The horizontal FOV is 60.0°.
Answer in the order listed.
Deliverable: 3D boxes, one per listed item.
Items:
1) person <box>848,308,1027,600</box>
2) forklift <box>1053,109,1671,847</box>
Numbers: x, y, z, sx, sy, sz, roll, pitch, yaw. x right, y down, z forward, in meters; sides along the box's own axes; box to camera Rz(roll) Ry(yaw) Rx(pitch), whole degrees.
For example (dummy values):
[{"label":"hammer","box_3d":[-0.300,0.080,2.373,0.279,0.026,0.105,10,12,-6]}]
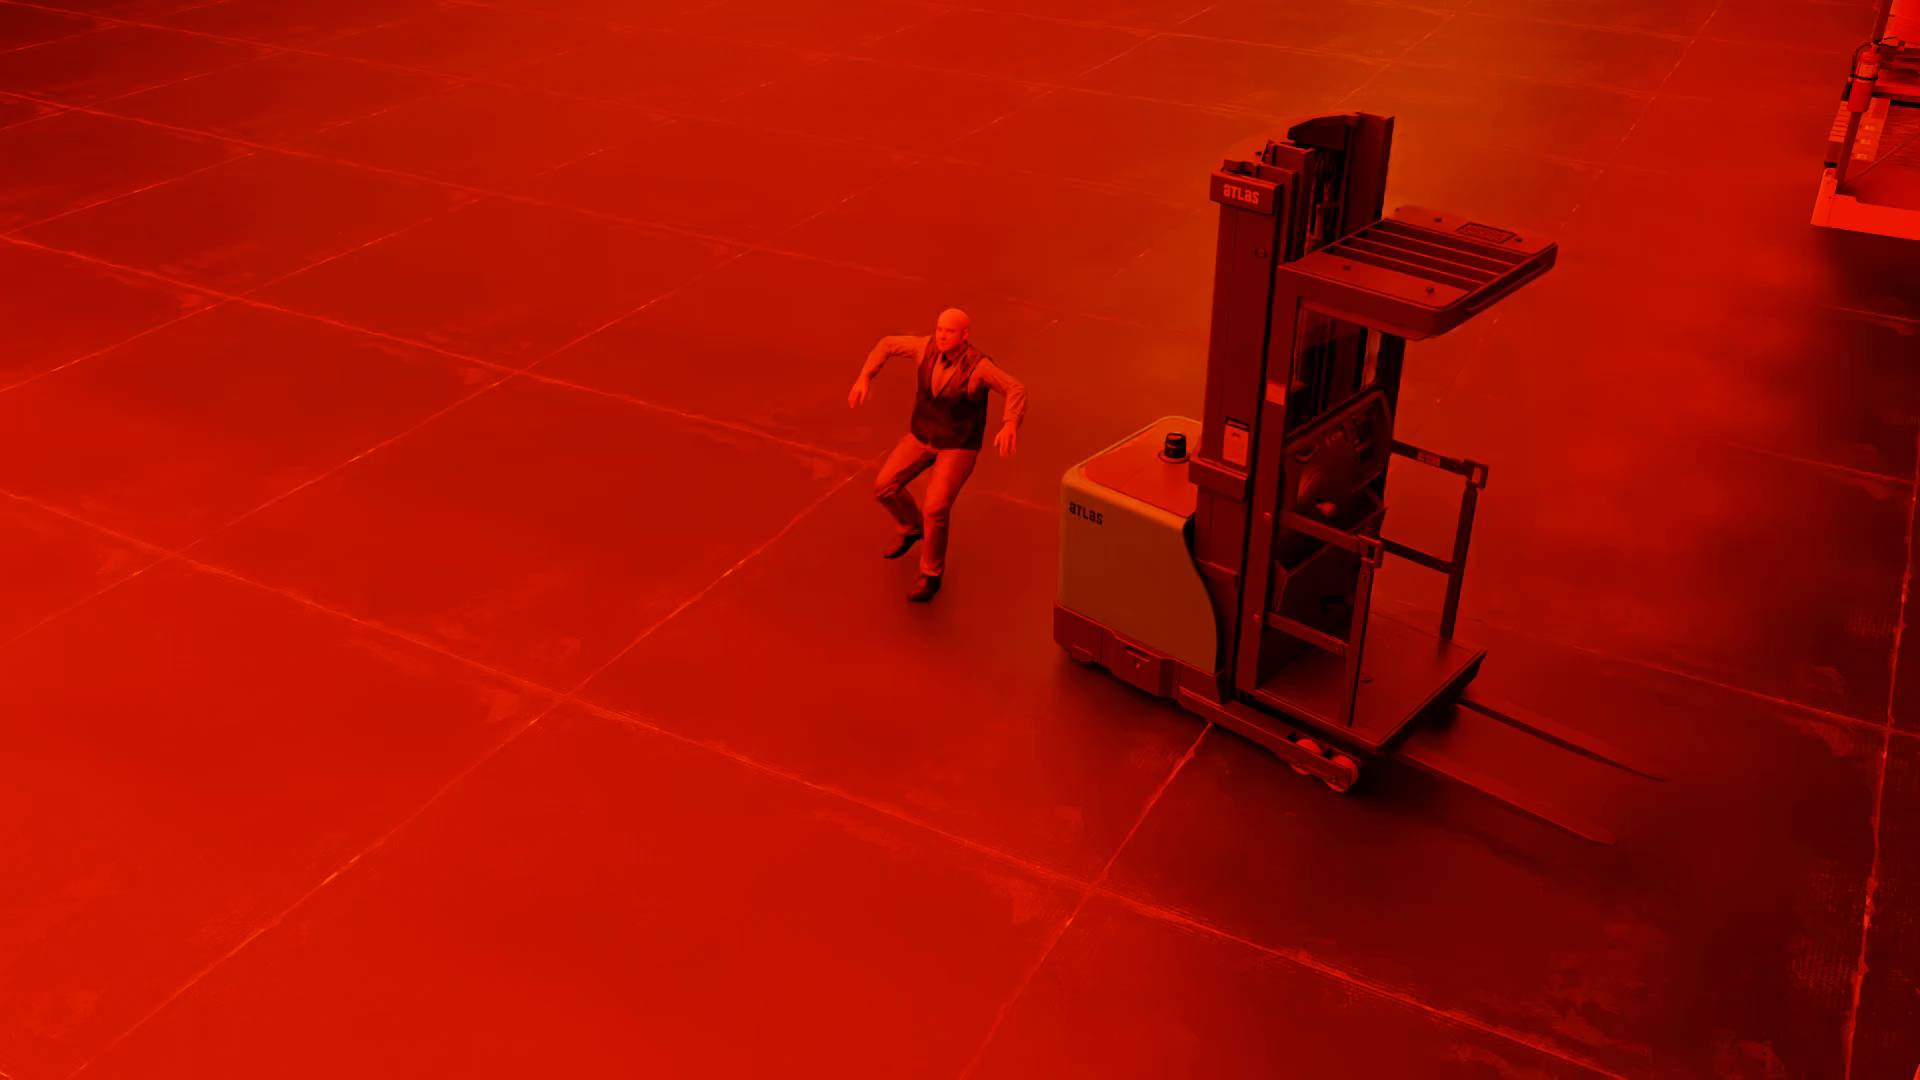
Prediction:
[{"label":"person","box_3d":[-0.163,-0.502,9.345,1.133,1.538,0.856,16,33,25]},{"label":"forklift","box_3d":[1.935,-0.370,7.712,3.031,2.935,1.130,24,38,35]}]
